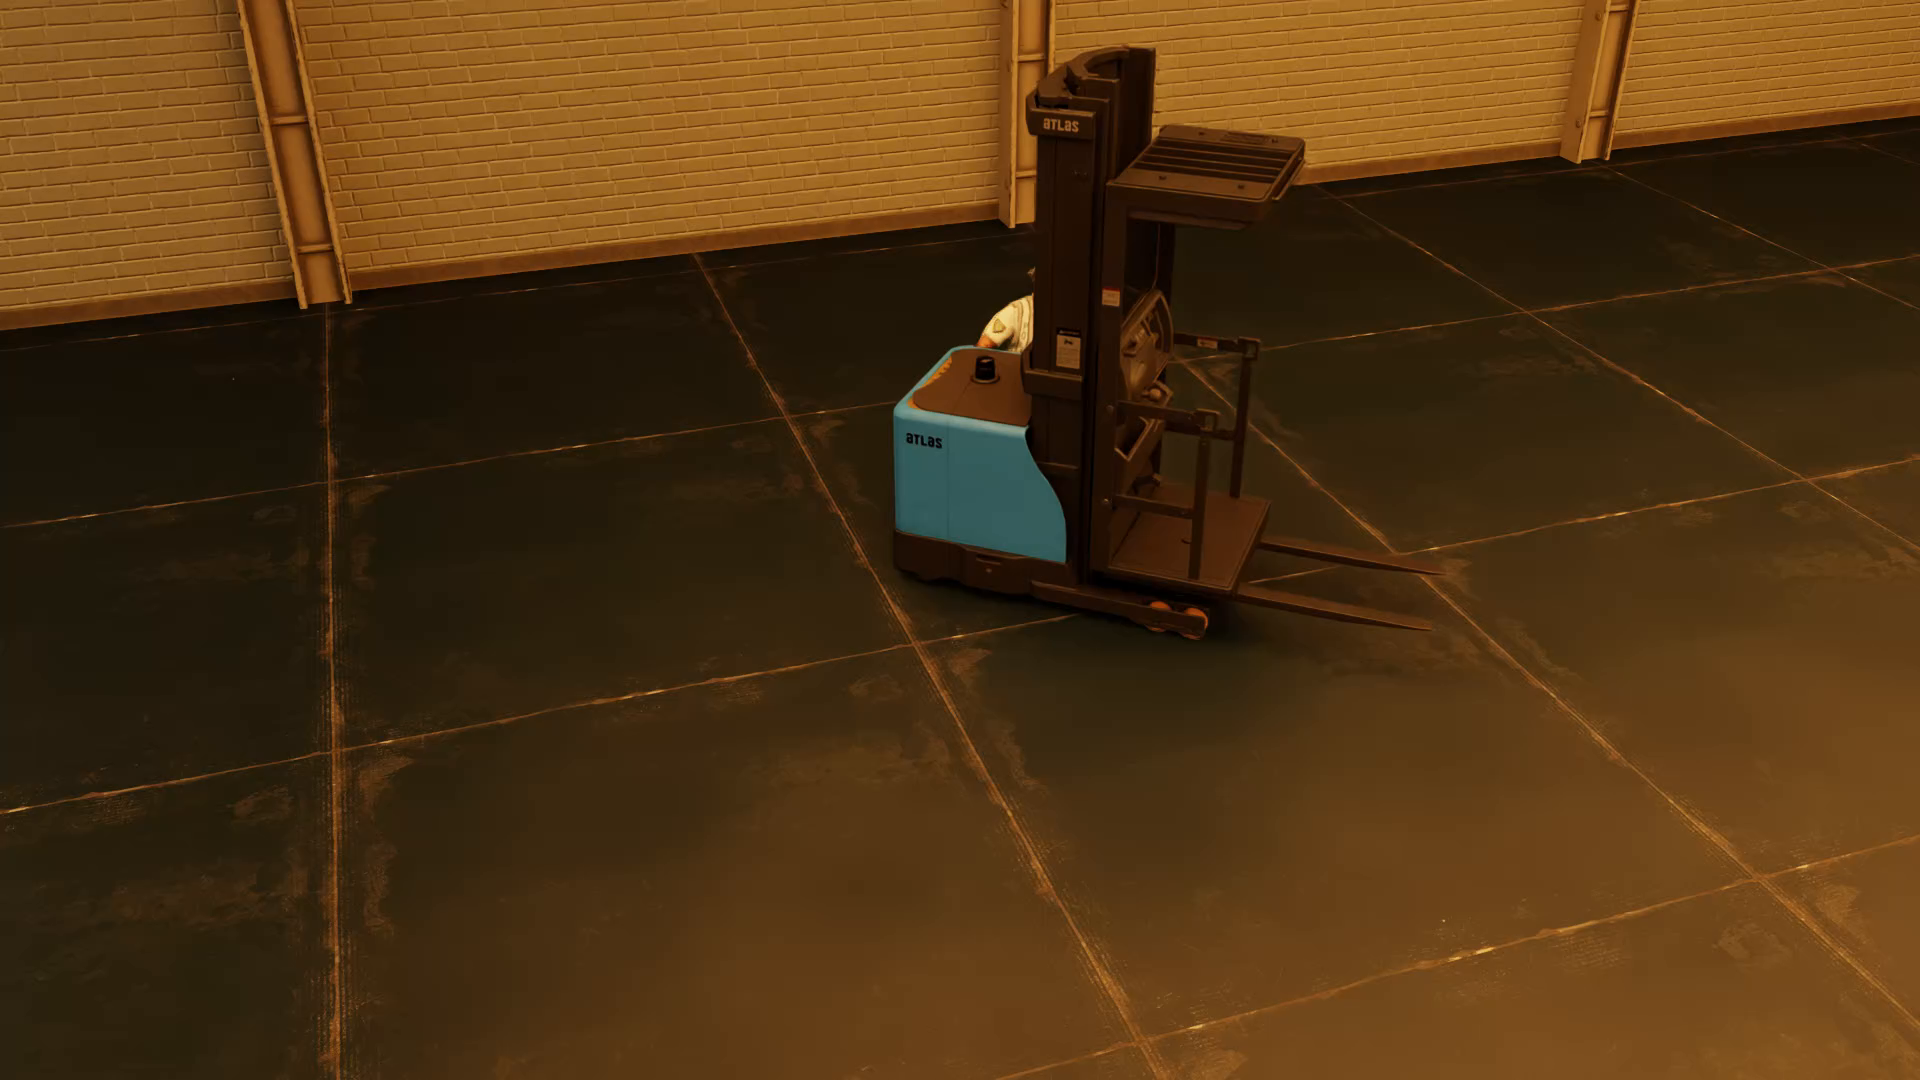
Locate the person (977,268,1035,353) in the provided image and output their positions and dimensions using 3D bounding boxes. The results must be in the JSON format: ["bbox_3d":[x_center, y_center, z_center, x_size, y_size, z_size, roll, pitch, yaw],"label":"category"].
[{"bbox_3d":[0.544,-0.853,10.042,0.819,1.562,0.887,-9,31,-15],"label":"person"}]

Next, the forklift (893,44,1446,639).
[{"bbox_3d":[1.186,-1.029,8.875,3.031,2.935,1.130,11,32,18],"label":"forklift"}]
